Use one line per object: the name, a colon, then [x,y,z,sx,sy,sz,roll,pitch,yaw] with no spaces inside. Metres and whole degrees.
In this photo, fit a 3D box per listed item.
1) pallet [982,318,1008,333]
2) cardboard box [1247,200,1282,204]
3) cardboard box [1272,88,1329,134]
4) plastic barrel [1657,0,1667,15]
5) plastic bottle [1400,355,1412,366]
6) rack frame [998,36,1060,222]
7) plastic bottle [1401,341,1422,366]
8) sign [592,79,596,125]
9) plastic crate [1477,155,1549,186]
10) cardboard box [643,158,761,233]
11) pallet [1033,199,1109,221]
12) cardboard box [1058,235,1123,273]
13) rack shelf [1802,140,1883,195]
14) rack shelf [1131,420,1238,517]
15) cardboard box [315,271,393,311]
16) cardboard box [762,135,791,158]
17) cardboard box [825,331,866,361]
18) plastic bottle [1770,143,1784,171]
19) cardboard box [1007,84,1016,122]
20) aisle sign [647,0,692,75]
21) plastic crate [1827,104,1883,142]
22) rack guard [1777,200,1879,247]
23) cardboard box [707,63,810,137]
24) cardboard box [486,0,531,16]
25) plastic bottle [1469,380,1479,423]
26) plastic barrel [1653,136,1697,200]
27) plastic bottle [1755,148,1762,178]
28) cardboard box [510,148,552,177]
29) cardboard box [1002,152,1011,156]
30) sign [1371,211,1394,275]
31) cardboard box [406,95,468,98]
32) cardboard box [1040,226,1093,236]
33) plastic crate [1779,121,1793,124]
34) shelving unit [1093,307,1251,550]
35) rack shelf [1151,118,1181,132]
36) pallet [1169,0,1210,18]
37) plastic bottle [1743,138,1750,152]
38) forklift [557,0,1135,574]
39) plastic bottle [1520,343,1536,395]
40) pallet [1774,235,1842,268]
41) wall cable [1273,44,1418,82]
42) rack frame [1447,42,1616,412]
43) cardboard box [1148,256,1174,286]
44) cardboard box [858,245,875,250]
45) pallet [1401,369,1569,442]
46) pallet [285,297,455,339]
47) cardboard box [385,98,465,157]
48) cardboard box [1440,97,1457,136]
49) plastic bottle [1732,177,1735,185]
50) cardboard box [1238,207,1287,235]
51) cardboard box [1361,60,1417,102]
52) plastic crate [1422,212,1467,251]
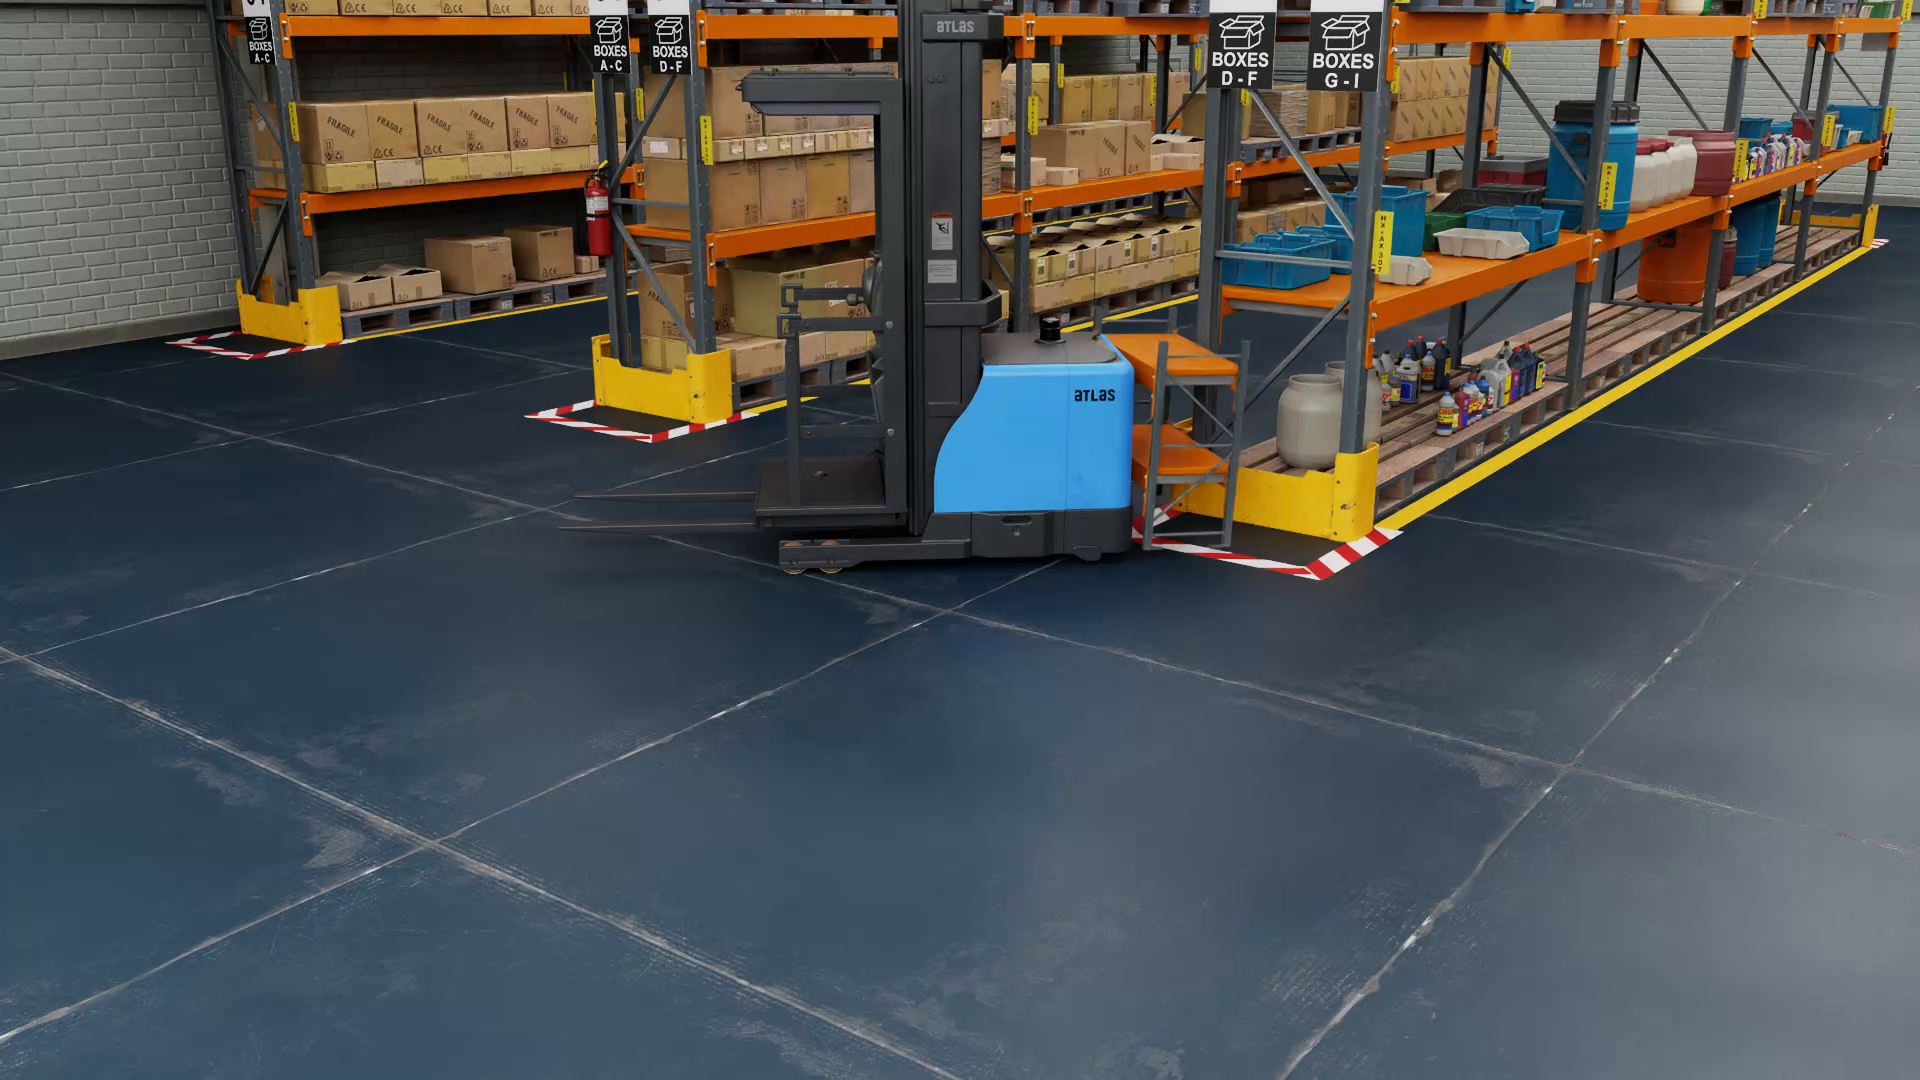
pallet: [-0.316,-1.845,14.830,1.003,0.211,1.213,12,21,35]
cardboard box: [3.560,-3.842,20.030,0.500,0.500,0.500,11,21,33]
cardboard box: [3.955,-5.081,19.671,0.700,0.500,0.500,7,19,21]
plastic barrel: [5.887,-4.950,14.223,0.600,0.901,0.600,0,17,0]
plastic bottle: [3.183,-1.184,11.859,0.097,0.271,0.097,0,17,0]
rack frame: [0.978,-6.139,23.954,1.000,3.000,0.127,12,21,35]
plastic bottle: [3.241,-1.264,11.981,0.144,0.351,0.185,11,21,32]
sign: [-2.619,-3.172,12.047,0.100,0.325,0.005,12,21,35]
plastic crate: [4.210,-2.683,12.717,0.402,0.464,0.583,12,21,35]
cardboard box: [-1.903,-2.563,12.271,0.700,0.500,0.500,12,21,35]
pallet: [1.494,-4.974,24.907,1.003,0.211,1.213,12,21,35]
cardboard box: [1.248,-2.810,16.219,0.500,0.311,0.500,12,21,33]
rack shelf: [10.126,-4.521,19.958,1.077,0.370,4.000,12,21,35]
rack shelf: [1.105,-0.416,9.332,0.538,0.278,1.000,-2,18,-15]
cardboard box: [-5.688,-2.356,15.564,0.500,0.311,0.500,10,20,29]
cardboard box: [-1.480,-2.942,12.397,0.380,0.149,0.250,13,21,35]
cardboard box: [-1.100,-1.621,13.334,0.500,0.250,0.500,12,21,35]
plastic bottle: [8.361,-3.939,17.079,0.152,0.276,0.135,12,21,35]
cardboard box: [0.609,-6.061,22.998,0.500,0.500,0.500,13,21,35]
aisle sign: [-1.985,-3.578,11.324,0.394,0.787,0.004,12,21,35]
plastic crate: [11.268,-5.274,21.008,0.616,0.435,0.499,12,21,35]
rack guard: [11.321,-4.155,21.781,1.175,0.500,0.348,12,21,35]
cardboard box: [-1.563,-3.321,12.525,0.700,0.500,0.500,12,21,33]
cardboard box: [-4.503,-5.302,16.001,0.500,0.500,0.500,11,21,33]
plastic bottle: [3.379,-0.919,11.005,0.097,0.271,0.097,0,17,0]
plastic barrel: [6.109,-3.206,14.322,0.421,0.512,0.421,0,17,0]
plastic bottle: [7.793,-3.693,16.275,0.061,0.283,0.133,12,21,35]
cardboard box: [-4.419,-3.765,16.530,0.500,0.250,0.500,12,21,34]
cardboard box: [0.568,-3.537,15.801,0.396,0.266,0.258,12,21,33]
sign: [2.223,-1.564,8.756,0.100,0.325,0.005,12,21,35]
cardboard box: [-5.150,-4.089,16.307,0.500,0.500,0.500,13,21,35]
cardboard box: [1.109,-3.024,16.906,0.500,0.311,0.500,12,21,34]
plastic crate: [10.514,-5.132,20.894,0.416,0.233,0.300,12,21,35]
shelving unit: [1.116,-0.649,9.258,0.538,1.125,1.048,-2,18,-15]
rack shelf: [2.169,-6.272,25.595,1.077,0.370,4.000,12,21,35]
pallet: [2.242,-5.477,17.082,1.213,0.211,1.003,14,22,37]
plastic bottle: [7.791,-3.820,16.572,0.144,0.351,0.185,12,21,35]
forklift: [-0.628,-1.385,8.760,3.031,2.935,1.130,-1,17,-4]
plastic bottle: [4.015,-1.224,11.851,0.144,0.351,0.185,12,21,33]
pallet: [10.068,-3.530,20.256,1.003,0.211,1.213,12,21,35]
wall cable: [7.018,-9.758,30.728,3.097,2.526,0.112,12,21,35]
rack frame: [4.167,-2.483,12.181,1.000,3.000,0.127,12,21,35]
cardboard box: [1.851,-2.788,17.092,0.500,0.250,0.500,13,21,36]
cardboard box: [-0.511,-2.219,13.994,0.500,0.500,0.500,12,21,35]
pallet: [3.734,-0.999,12.103,1.003,0.211,1.213,12,21,35]
pallet: [-5.615,-2.154,15.825,1.003,0.211,1.213,12,21,35]
cardboard box: [-5.031,-3.875,15.620,0.500,0.500,0.500,12,21,33]
cardboard box: [6.385,-5.748,22.527,0.500,0.500,0.500,12,21,34]
plastic bottle: [7.217,-3.433,15.574,0.097,0.201,0.097,0,17,0]
cardboard box: [3.383,-3.512,18.967,0.500,0.500,0.500,12,21,33]
cardboard box: [5.465,-5.852,21.177,0.500,0.500,0.500,13,22,36]
plastic crate: [3.132,-2.108,11.332,0.450,0.188,0.662,12,21,35]
